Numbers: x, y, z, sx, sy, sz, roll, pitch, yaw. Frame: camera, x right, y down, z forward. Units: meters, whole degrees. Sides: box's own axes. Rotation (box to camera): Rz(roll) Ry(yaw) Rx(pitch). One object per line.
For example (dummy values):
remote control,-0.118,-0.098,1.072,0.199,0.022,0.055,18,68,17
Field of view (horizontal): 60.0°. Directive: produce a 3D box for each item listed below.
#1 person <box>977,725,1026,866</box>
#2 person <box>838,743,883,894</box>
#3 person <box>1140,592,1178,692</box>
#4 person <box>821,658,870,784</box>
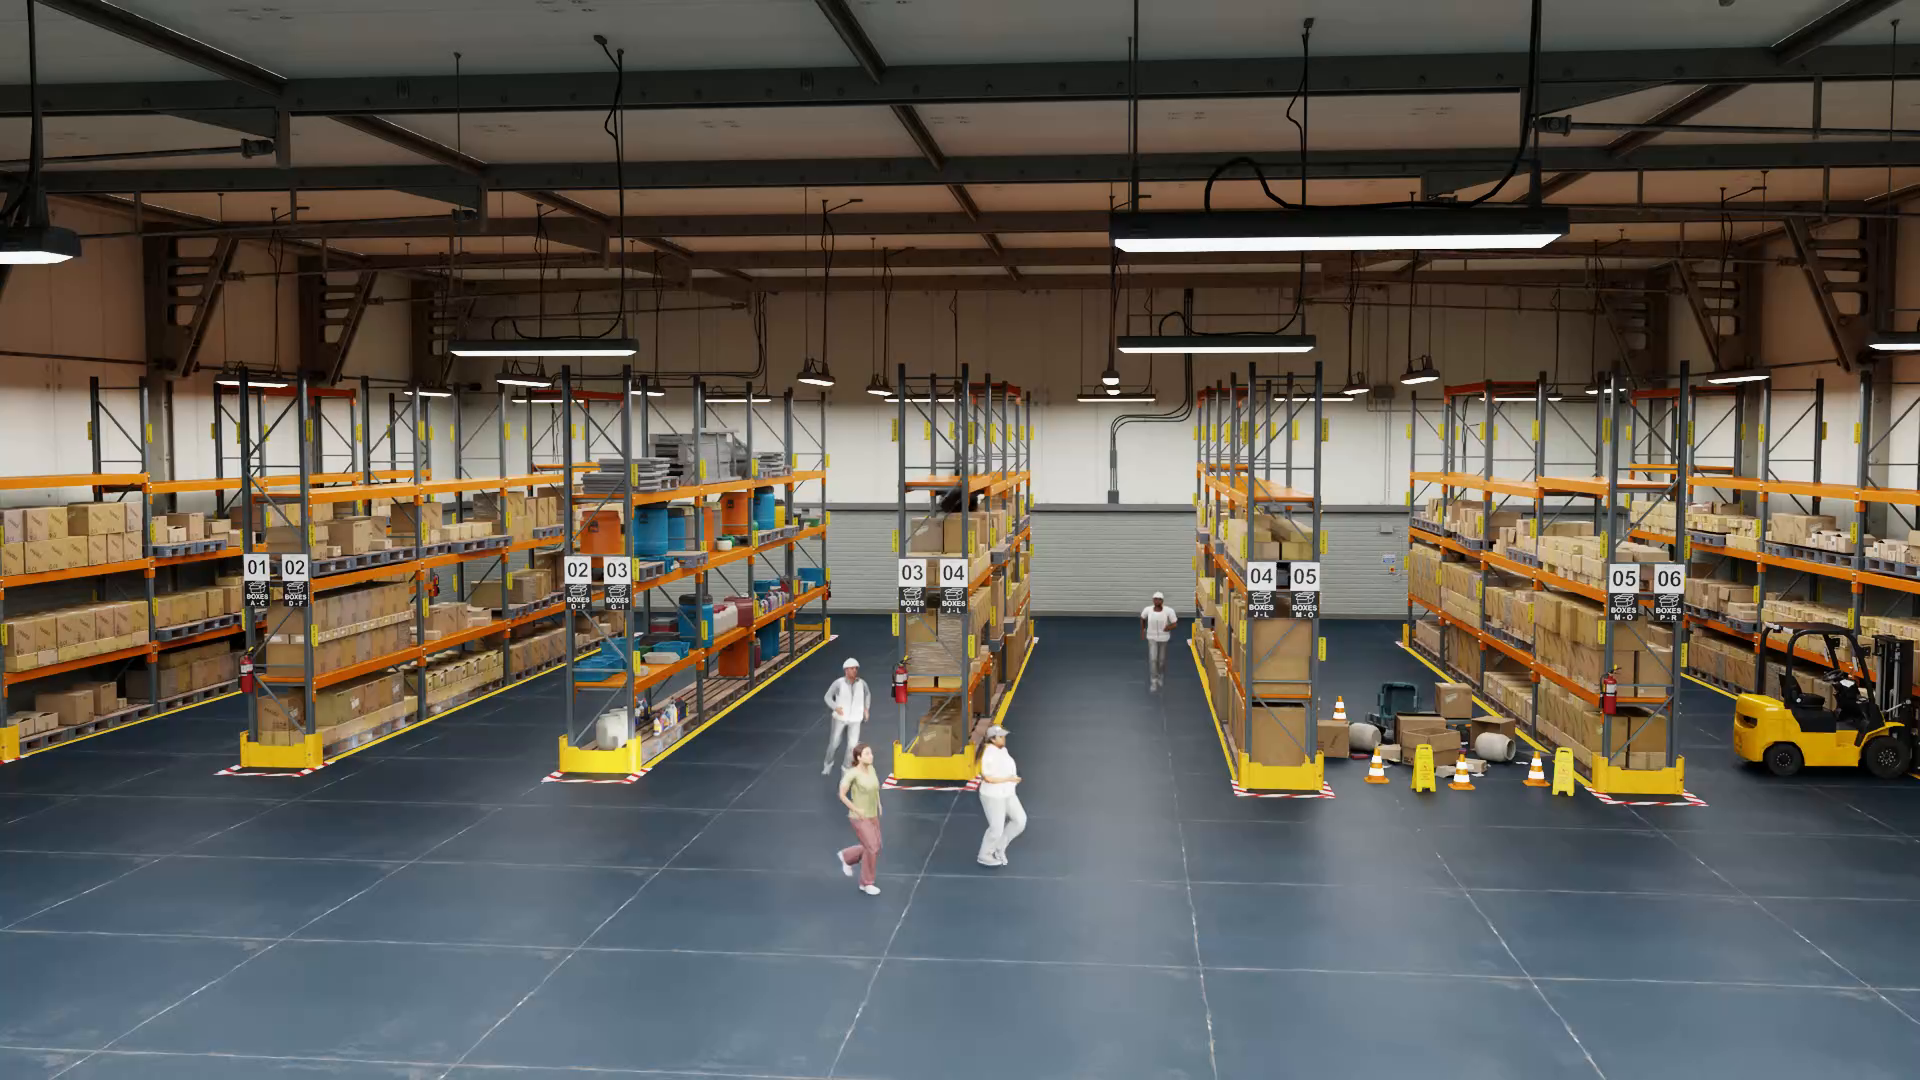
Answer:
person,0.492,2.955,19.132,0.603,1.656,0.588,2,4,30
person,-1.114,3.024,18.217,0.642,1.633,0.605,3,4,35
person,3.669,1.852,30.640,0.691,1.801,0.843,0,4,6
person,-1.613,2.600,23.942,0.726,1.800,0.756,-1,4,-14
